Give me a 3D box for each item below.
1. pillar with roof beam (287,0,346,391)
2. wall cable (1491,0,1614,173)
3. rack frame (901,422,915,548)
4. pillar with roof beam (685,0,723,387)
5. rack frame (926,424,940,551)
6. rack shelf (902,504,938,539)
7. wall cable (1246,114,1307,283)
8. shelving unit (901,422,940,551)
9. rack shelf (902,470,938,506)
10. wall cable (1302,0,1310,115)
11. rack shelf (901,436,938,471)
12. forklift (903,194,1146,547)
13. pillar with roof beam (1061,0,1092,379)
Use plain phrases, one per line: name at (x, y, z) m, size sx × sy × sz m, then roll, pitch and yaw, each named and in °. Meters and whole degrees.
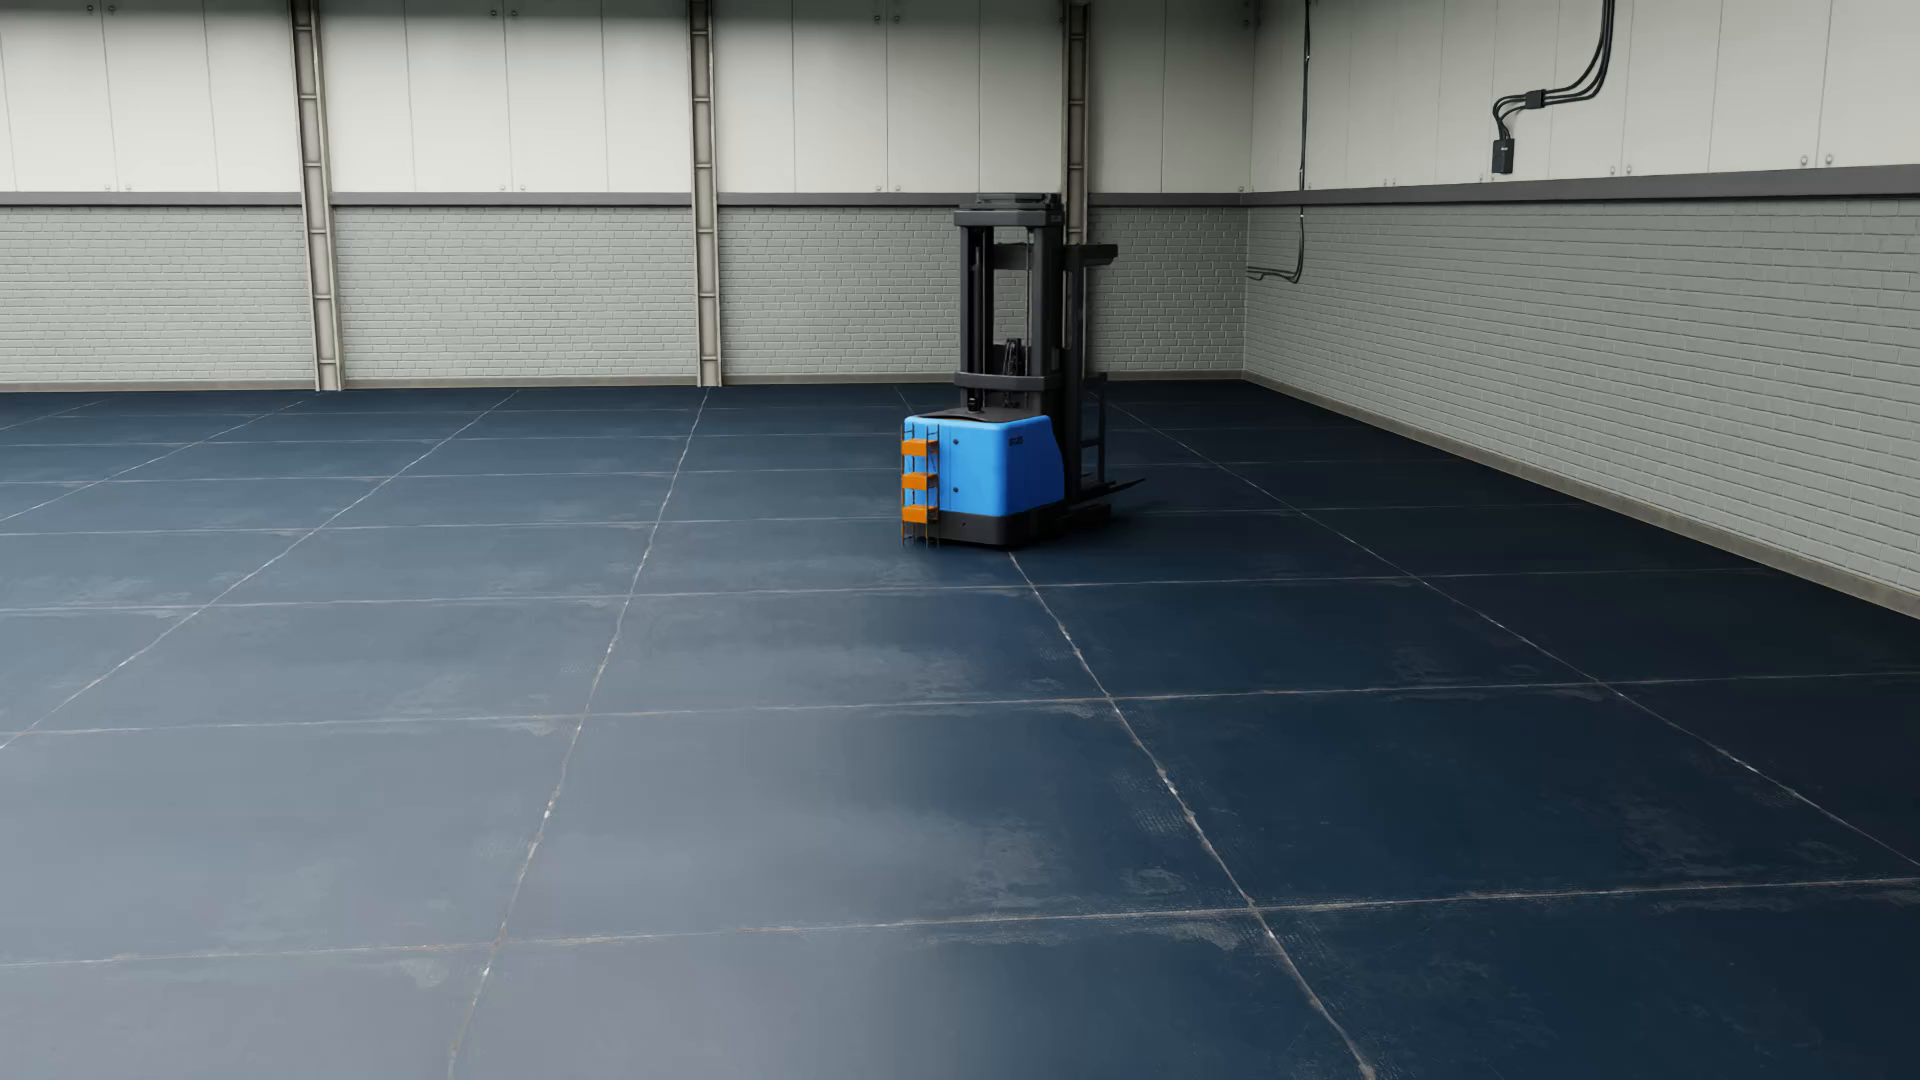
pillar with roof beam at (-9.594, -5.994, 21.527) m, size 0.400 × 9.000 × 9.100 m, roll -1°, pitch 11°, yaw -6°
wall cable at (5.952, -6.725, 16.430) m, size 0.169 × 6.003 × 2.305 m, roll -1°, pitch 11°, yaw -6°
rack frame at (-0.437, -0.461, 13.992) m, size 0.008 × 1.050 × 0.200 m, roll 6°, pitch 13°, yaw 29°
pillar with roof beam at (-3.629, -6.119, 22.163) m, size 0.548 × 9.000 × 9.100 m, roll -1°, pitch 11°, yaw -6°
rack frame at (-0.225, -0.438, 13.873) m, size 0.008 × 1.050 × 0.200 m, roll 6°, pitch 13°, yaw 29°
rack shelf at (-0.331, -0.166, 13.988) m, size 0.240 × 0.259 × 0.215 m, roll 6°, pitch 13°, yaw 29°
wall cable at (4.943, -5.353, 26.320) m, size 0.112 × 2.526 × 3.097 m, roll -1°, pitch 11°, yaw -6°
shelving unit at (-0.331, -0.450, 13.932) m, size 0.252 × 1.050 × 0.215 m, roll 6°, pitch 13°, yaw 29°
rack shelf at (-0.331, -0.439, 13.934) m, size 0.240 × 0.259 × 0.215 m, roll 6°, pitch 13°, yaw 29°
wall cable at (5.235, -7.313, 23.194) m, size 0.112 × 2.526 × 3.097 m, roll -1°, pitch 11°, yaw -6°
rack shelf at (-0.331, -0.718, 13.880) m, size 0.240 × 0.259 × 0.215 m, roll 6°, pitch 13°, yaw 29°
forklift at (0.728, -1.618, 15.001) m, size 1.130 × 2.935 × 3.031 m, roll 7°, pitch 13°, yaw 32°
pillar with roof beam at (2.336, -6.244, 22.799) m, size 0.548 × 9.000 × 9.100 m, roll -1°, pitch 11°, yaw -6°
